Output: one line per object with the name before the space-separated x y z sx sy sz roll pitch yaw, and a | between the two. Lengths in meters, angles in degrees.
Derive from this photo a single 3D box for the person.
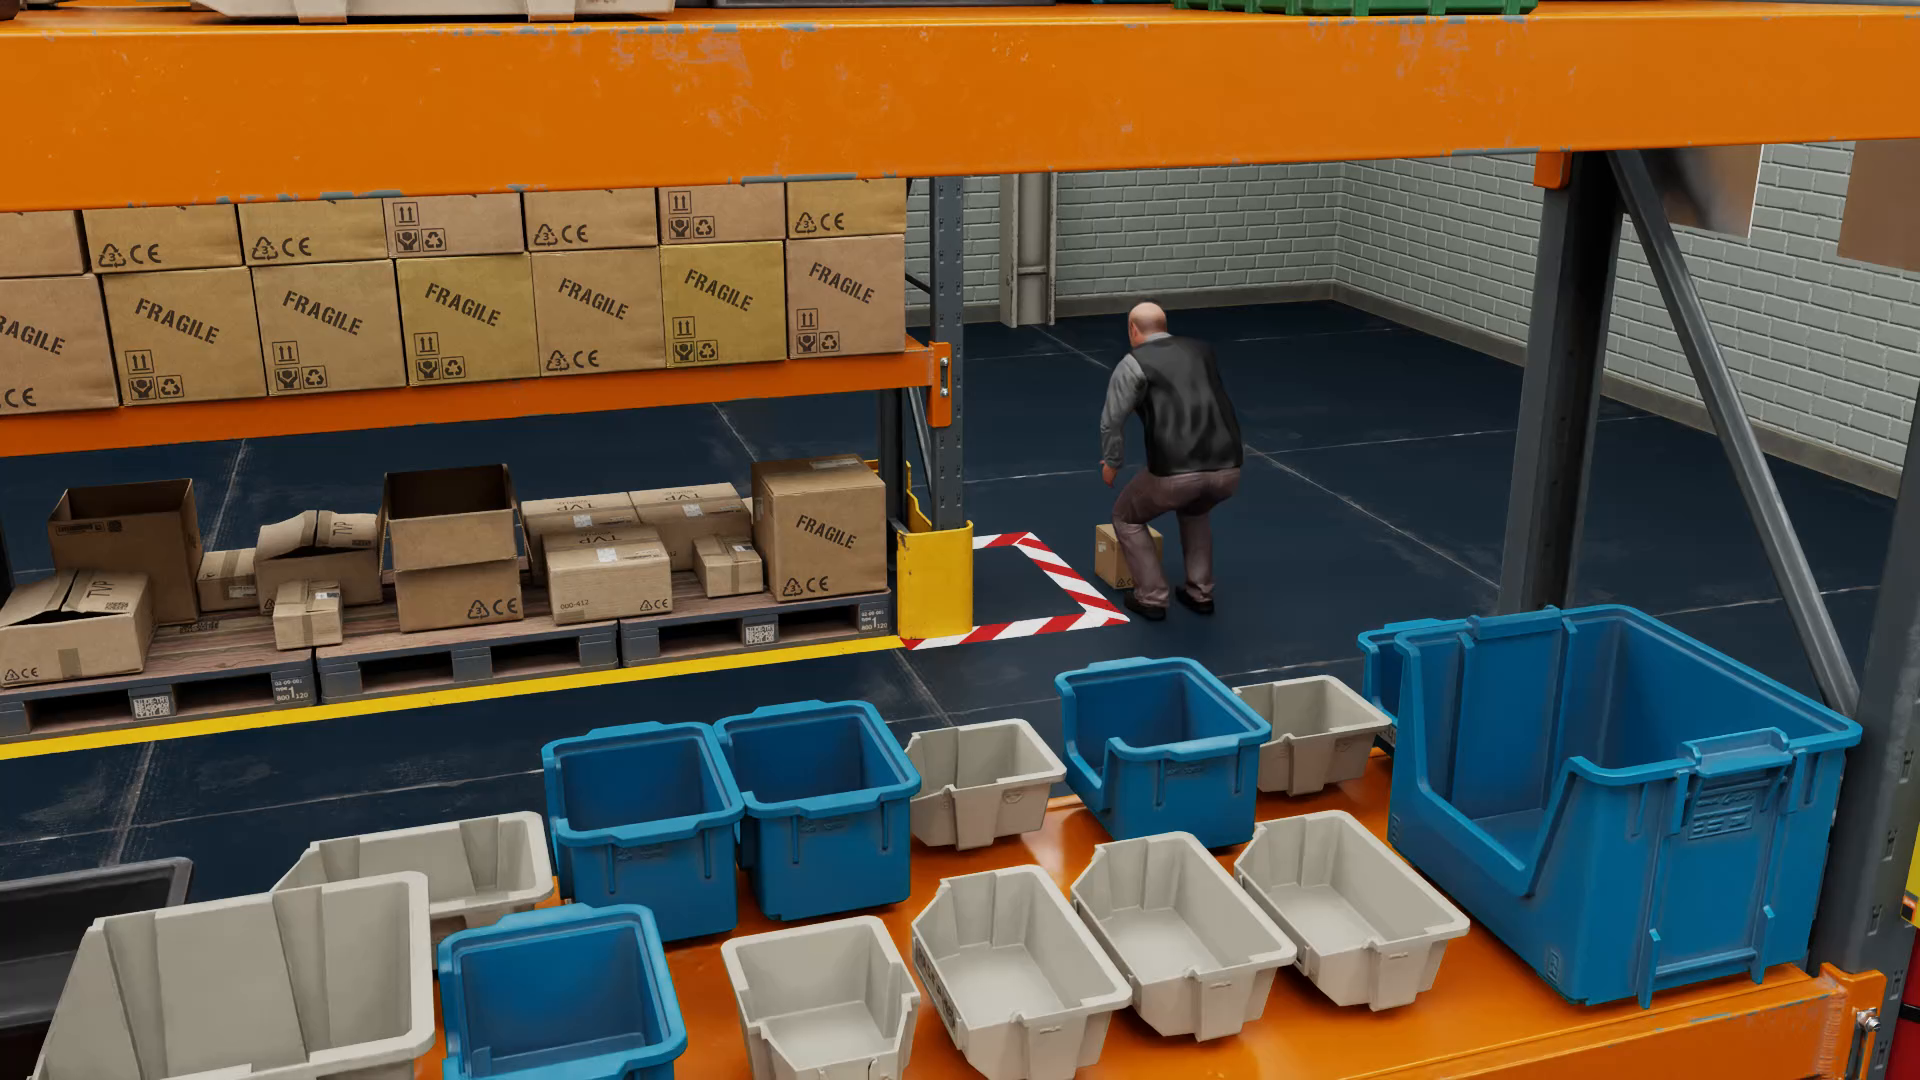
person | 0.949 -0.342 7.586 0.591 1.404 0.709 -7 20 -19
